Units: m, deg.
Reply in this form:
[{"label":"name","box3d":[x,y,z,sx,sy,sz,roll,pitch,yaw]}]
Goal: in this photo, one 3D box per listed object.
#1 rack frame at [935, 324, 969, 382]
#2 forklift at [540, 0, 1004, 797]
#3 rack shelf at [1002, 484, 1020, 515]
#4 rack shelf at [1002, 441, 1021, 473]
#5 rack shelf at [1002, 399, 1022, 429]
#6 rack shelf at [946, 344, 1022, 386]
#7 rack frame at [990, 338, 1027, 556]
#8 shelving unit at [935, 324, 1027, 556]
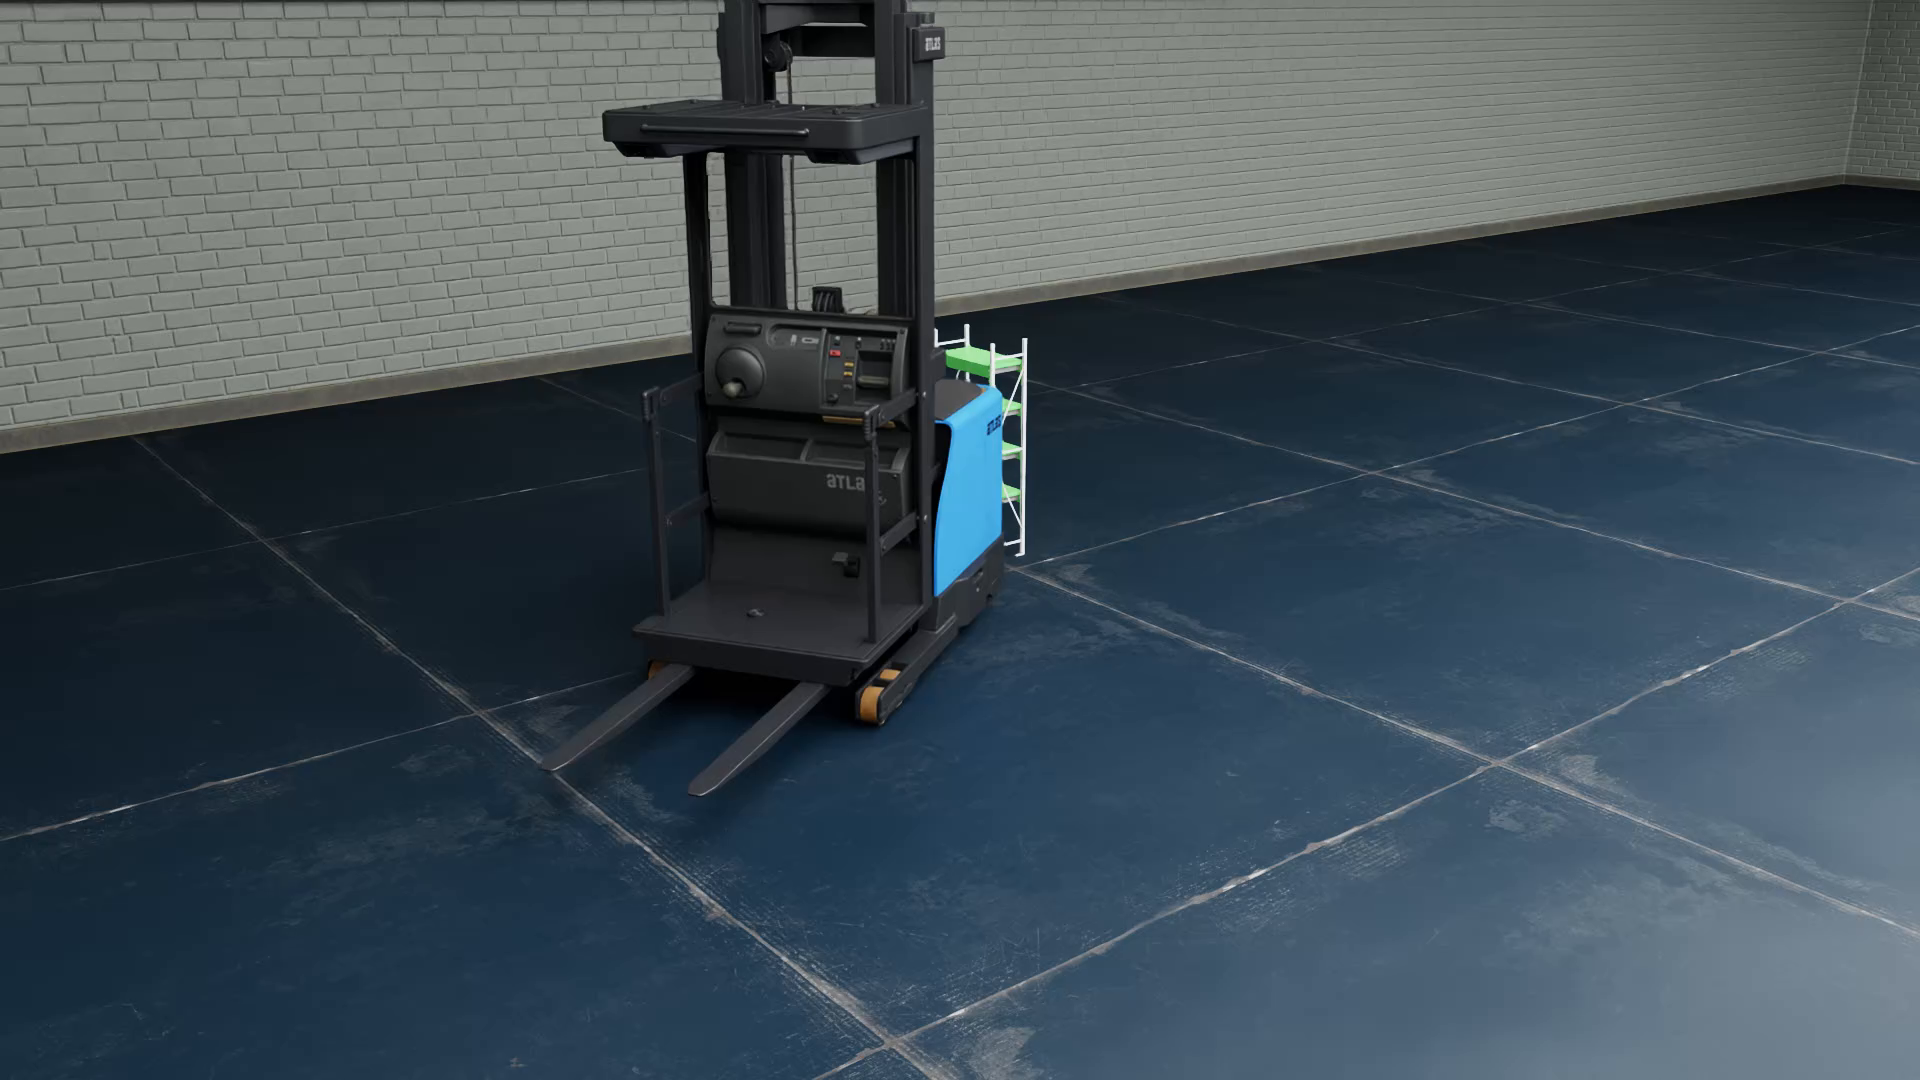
[{"label":"rack frame","box3d":[-0.049,-0.589,9.232,0.240,1.200,0.015,-14,23,-36]},{"label":"forklift","box3d":[-0.737,-0.755,6.979,1.130,2.935,3.031,6,19,18]},{"label":"rack shelf","box3d":[0.103,-0.240,9.146,0.258,0.148,0.480,-14,23,-36]},{"label":"rack shelf","box3d":[0.103,-0.468,9.071,0.258,0.148,0.480,-14,23,-36]},{"label":"rack shelf","box3d":[0.103,-0.696,8.995,0.258,0.148,0.480,-14,23,-36]},{"label":"rack shelf","box3d":[0.103,-0.924,8.920,0.258,0.148,0.480,-14,23,-36]},{"label":"rack frame","box3d":[0.254,-0.469,8.869,0.240,1.200,0.015,-14,23,-36]},{"label":"shelving unit","box3d":[0.103,-0.529,9.051,0.258,1.200,0.503,-14,23,-36]}]
